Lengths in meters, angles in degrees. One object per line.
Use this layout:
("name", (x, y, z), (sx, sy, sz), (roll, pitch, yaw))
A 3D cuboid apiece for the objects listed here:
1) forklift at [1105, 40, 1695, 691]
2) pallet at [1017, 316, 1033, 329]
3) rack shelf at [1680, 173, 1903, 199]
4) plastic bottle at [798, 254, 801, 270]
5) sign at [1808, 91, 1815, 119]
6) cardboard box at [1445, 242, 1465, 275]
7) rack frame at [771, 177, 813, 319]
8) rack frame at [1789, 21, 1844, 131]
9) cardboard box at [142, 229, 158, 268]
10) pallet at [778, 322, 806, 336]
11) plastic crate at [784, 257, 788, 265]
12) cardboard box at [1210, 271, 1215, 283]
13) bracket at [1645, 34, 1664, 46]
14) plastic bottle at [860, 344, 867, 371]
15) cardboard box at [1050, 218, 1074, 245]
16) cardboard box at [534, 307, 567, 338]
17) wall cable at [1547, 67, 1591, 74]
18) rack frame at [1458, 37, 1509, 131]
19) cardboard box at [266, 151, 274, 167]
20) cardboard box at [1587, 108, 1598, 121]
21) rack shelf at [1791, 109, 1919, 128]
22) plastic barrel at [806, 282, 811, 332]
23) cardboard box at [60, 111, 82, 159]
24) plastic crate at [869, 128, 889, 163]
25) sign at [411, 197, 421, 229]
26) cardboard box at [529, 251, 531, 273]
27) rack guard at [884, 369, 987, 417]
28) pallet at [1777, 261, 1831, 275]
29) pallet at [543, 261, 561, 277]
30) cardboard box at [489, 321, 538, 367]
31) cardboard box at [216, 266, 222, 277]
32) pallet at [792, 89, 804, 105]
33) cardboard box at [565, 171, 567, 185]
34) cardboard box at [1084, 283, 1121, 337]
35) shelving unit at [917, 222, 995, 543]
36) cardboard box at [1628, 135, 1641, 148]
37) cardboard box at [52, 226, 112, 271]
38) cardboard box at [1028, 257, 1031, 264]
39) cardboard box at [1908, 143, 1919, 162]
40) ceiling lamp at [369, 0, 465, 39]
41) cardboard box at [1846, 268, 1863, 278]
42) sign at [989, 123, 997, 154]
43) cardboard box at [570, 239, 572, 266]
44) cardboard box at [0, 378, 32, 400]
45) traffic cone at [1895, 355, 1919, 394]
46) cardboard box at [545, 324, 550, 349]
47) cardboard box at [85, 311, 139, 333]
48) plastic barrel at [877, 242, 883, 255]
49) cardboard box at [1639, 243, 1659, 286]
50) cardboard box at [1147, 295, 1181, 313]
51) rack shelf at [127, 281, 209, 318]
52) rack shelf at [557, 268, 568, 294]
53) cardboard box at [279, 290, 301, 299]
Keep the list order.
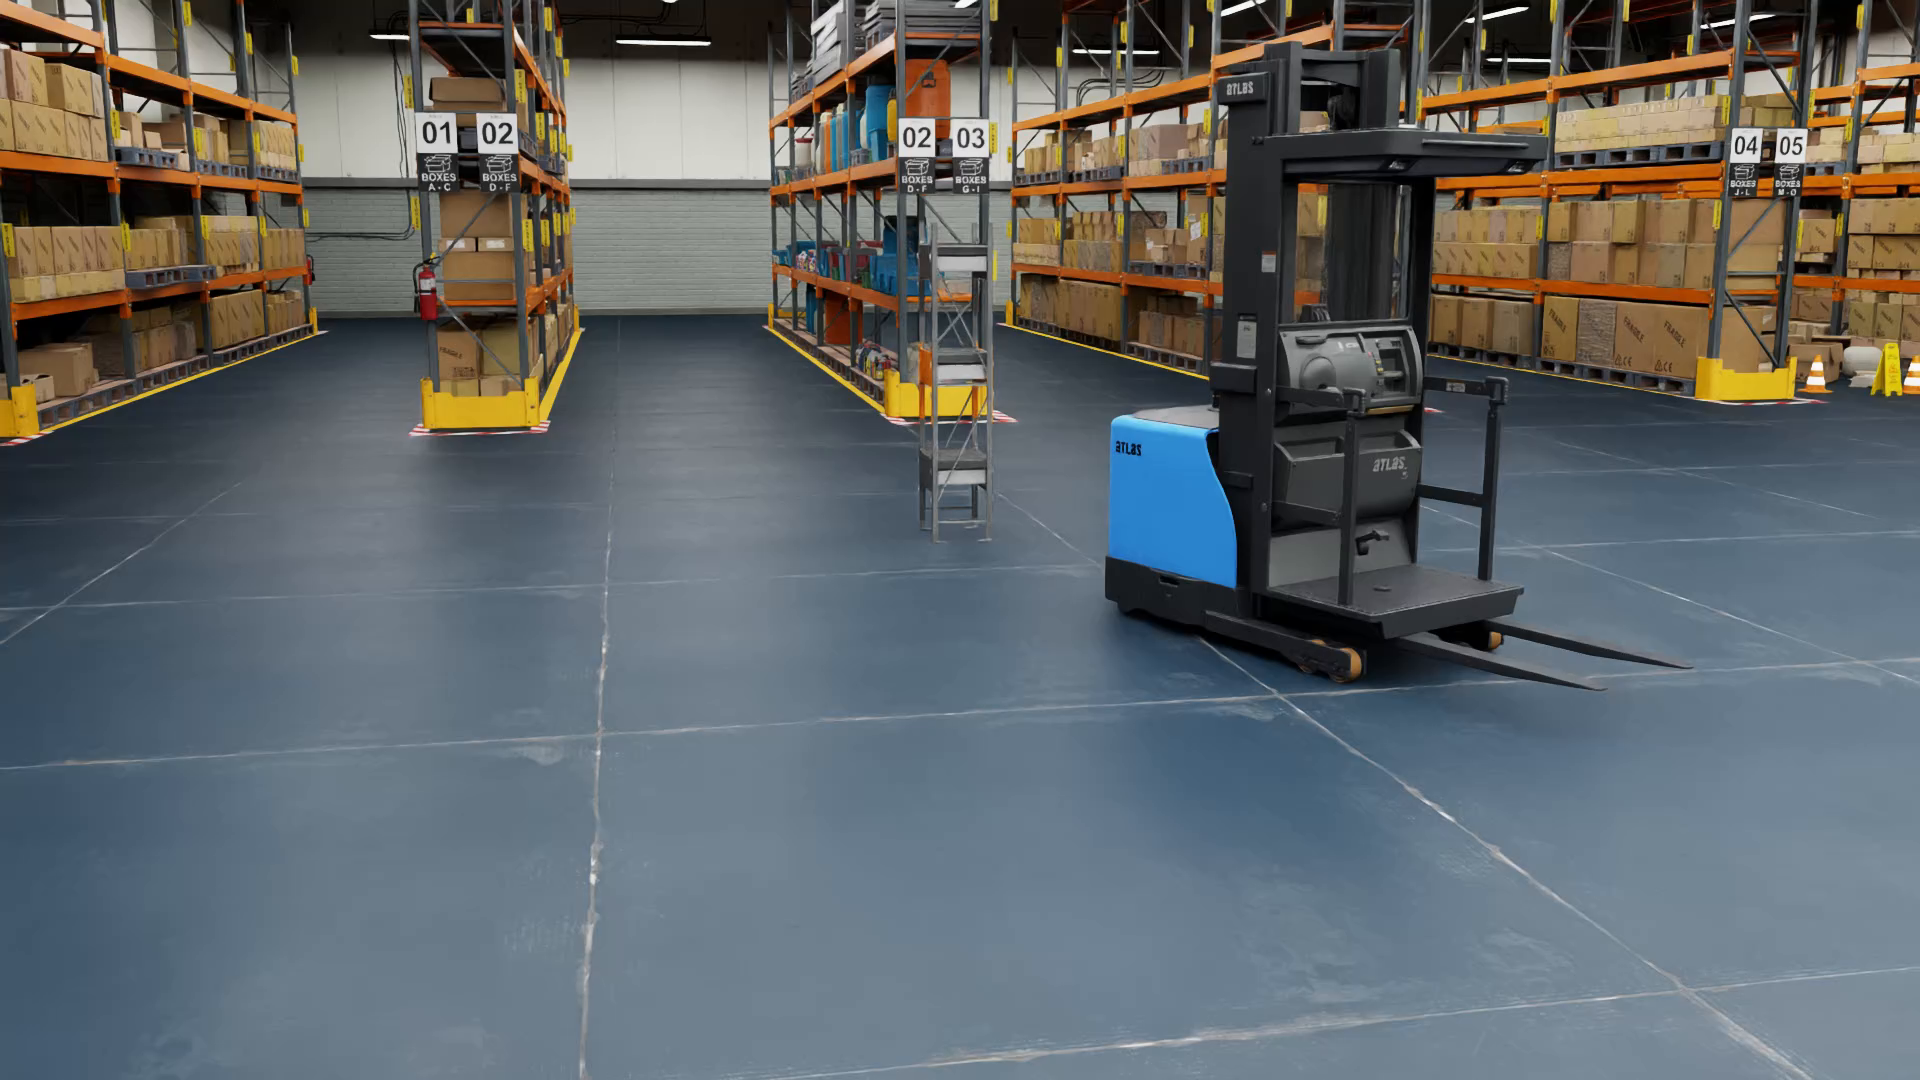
("forklift", (2.040, -0.878, 7.972), (1.130, 2.935, 3.031), (-7, 13, -34))
("pallet", (1.795, -4.467, 34.102), (1.003, 0.211, 1.213), (-2, 11, -11))
("rack shelf", (13.228, -5.627, 26.641), (1.077, 0.370, 4.000), (-2, 11, -11))
("plastic bottle", (-2.730, -4.840, 28.936), (0.152, 0.276, 0.135), (-2, 11, -11))
("sign", (10.105, -5.169, 19.760), (0.100, 0.325, 0.005), (-2, 11, -11))
("cardboard box", (8.025, -4.447, 26.269), (0.500, 0.500, 0.500), (-2, 11, -11))
("rack frame", (-3.296, -5.801, 33.650), (1.000, 3.000, 0.127), (-2, 11, -11))
("rack frame", (16.930, -8.736, 33.027), (1.000, 3.000, 0.127), (-2, 11, -11))
("cardboard box", (-11.006, -3.822, 21.809), (0.700, 0.500, 0.500), (-1, 11, -3))
("pallet", (-2.940, -4.055, 31.936), (1.003, 0.211, 1.213), (-2, 11, -11))
("plastic crate", (-3.151, -5.275, 31.436), (0.293, 0.136, 0.466), (-2, 11, -11))
("cardboard box", (3.643, -3.606, 22.792), (0.380, 0.149, 0.250), (-2, 11, -11))
("bracket", (16.244, -11.676, 38.847), (0.235, 0.232, 0.430), (-2, 11, -11))
("plastic bottle", (-1.212, -2.351, 21.437), (0.144, 0.351, 0.185), (-2, 11, -9))
("cardboard box", (1.989, -5.763, 31.050), (0.500, 0.500, 0.500), (-2, 11, -9))
("cardboard box", (-6.815, -3.613, 27.664), (0.500, 0.500, 0.500), (-2, 11, -10))
("wall cable", (16.310, -13.283, 42.044), (2.988, 3.039, 0.133), (-2, 11, -11))
("rack frame", (11.283, -9.288, 35.929), (1.000, 3.000, 0.127), (-2, 11, -11))
("cardboard box", (-12.197, -6.592, 28.798), (0.500, 0.250, 0.500), (-2, 11, -12))
("cardboard box", (8.668, -5.720, 22.354), (0.380, 0.149, 0.250), (-2, 11, -12))
("rack shelf", (17.319, -7.819, 31.204), (1.077, 0.370, 4.000), (-2, 11, -11))
("plastic barrel", (-2.429, -4.142, 29.425), (0.600, 0.901, 0.708), (-2, 11, -11))
("cardboard box", (-10.108, -4.495, 18.447), (0.500, 0.500, 0.500), (-3, 11, -13))
("plastic crate", (-0.850, -4.671, 19.734), (0.392, 0.384, 0.575), (-2, 11, -11))
("sign", (-5.578, -3.355, 17.069), (0.100, 0.325, 0.005), (-2, 11, -11))
("cardboard box", (-6.057, -3.708, 22.386), (0.500, 0.500, 0.500), (-1, 11, -7))
("rack guard", (-0.245, -1.650, 18.531), (1.175, 0.500, 0.348), (-2, 11, -11))
("pallet", (13.265, -4.418, 26.900), (1.003, 0.211, 1.213), (-2, 11, -11))
("pallet", (-6.800, -4.181, 25.656), (1.213, 0.211, 1.003), (-2, 11, -11))
("cardboard box", (-5.219, -2.292, 19.443), (0.500, 0.500, 0.500), (-2, 11, -11))
("cardboard box", (-11.304, -4.027, 24.948), (0.380, 0.149, 0.250), (-2, 11, -9))
("pallet", (-2.327, -7.574, 28.499), (1.003, 0.211, 1.213), (-2, 11, -11))
("cardboard box", (-7.600, -6.753, 31.033), (0.500, 0.250, 0.500), (-2, 11, -11))
("cardboard box", (2.839, -3.967, 28.577), (1.225, 0.875, 0.875), (-2, 11, -11))
("shelving unit", (-0.032, -1.062, 11.160), (0.431, 2.100, 0.503), (-2, 11, -11))
("cardboard box", (8.866, -5.142, 21.449), (0.380, 0.149, 0.250), (-2, 11, -10))
("cardboard box", (-10.182, -3.377, 19.260), (0.500, 0.500, 0.500), (-2, 11, -11))
("cardboard box", (1.560, -5.545, 32.977), (0.380, 0.149, 0.250), (-2, 11, -12))
("cardboard box", (13.628, -5.409, 23.176), (0.500, 0.250, 0.500), (-2, 11, -10))
("ceiling lamp", (-11.058, -11.839, 33.720), (2.000, 3.185, 0.800), (-2, 11, -11))
("cardboard box", (13.364, -3.947, 24.586), (0.380, 0.149, 0.250), (-2, 11, -11))
("sign", (0.357, -4.363, 18.052), (0.100, 0.325, 0.005), (-2, 11, -11))
("cardboard box", (-7.697, -5.503, 31.819), (0.500, 0.500, 0.500), (-2, 11, -11))
("cardboard box", (-9.948, -1.531, 17.234), (0.500, 0.311, 0.500), (-3, 11, -17))
("traffic cone", (12.024, -2.090, 20.938), (0.336, 0.463, 0.334), (-2, 11, -11))
("cardboard box", (-5.750, -2.728, 22.239), (0.500, 0.311, 0.500), (-2, 11, -12))
("cardboard box", (-10.928, -2.811, 21.446), (0.500, 0.250, 0.500), (-2, 11, -12))
("plastic barrel", (-0.933, -3.850, 23.038), (0.433, 0.535, 0.433), (0, 11, 0))
("cardboard box", (9.329, -3.556, 21.454), (0.875, 0.550, 0.550), (-2, 11, -11))
("cardboard box", (3.278, -3.748, 26.370), (0.500, 0.250, 0.500), (-2, 11, -9))
("rack shelf", (-11.069, -3.253, 22.189), (1.077, 0.370, 4.000), (-2, 11, -11))
("rack shelf", (-6.988, -4.167, 26.993), (1.077, 0.370, 4.000), (-2, 11, -11))
("cardboard box", (-12.576, -4.596, 31.147), (0.380, 0.149, 0.250), (-2, 11, -12))
